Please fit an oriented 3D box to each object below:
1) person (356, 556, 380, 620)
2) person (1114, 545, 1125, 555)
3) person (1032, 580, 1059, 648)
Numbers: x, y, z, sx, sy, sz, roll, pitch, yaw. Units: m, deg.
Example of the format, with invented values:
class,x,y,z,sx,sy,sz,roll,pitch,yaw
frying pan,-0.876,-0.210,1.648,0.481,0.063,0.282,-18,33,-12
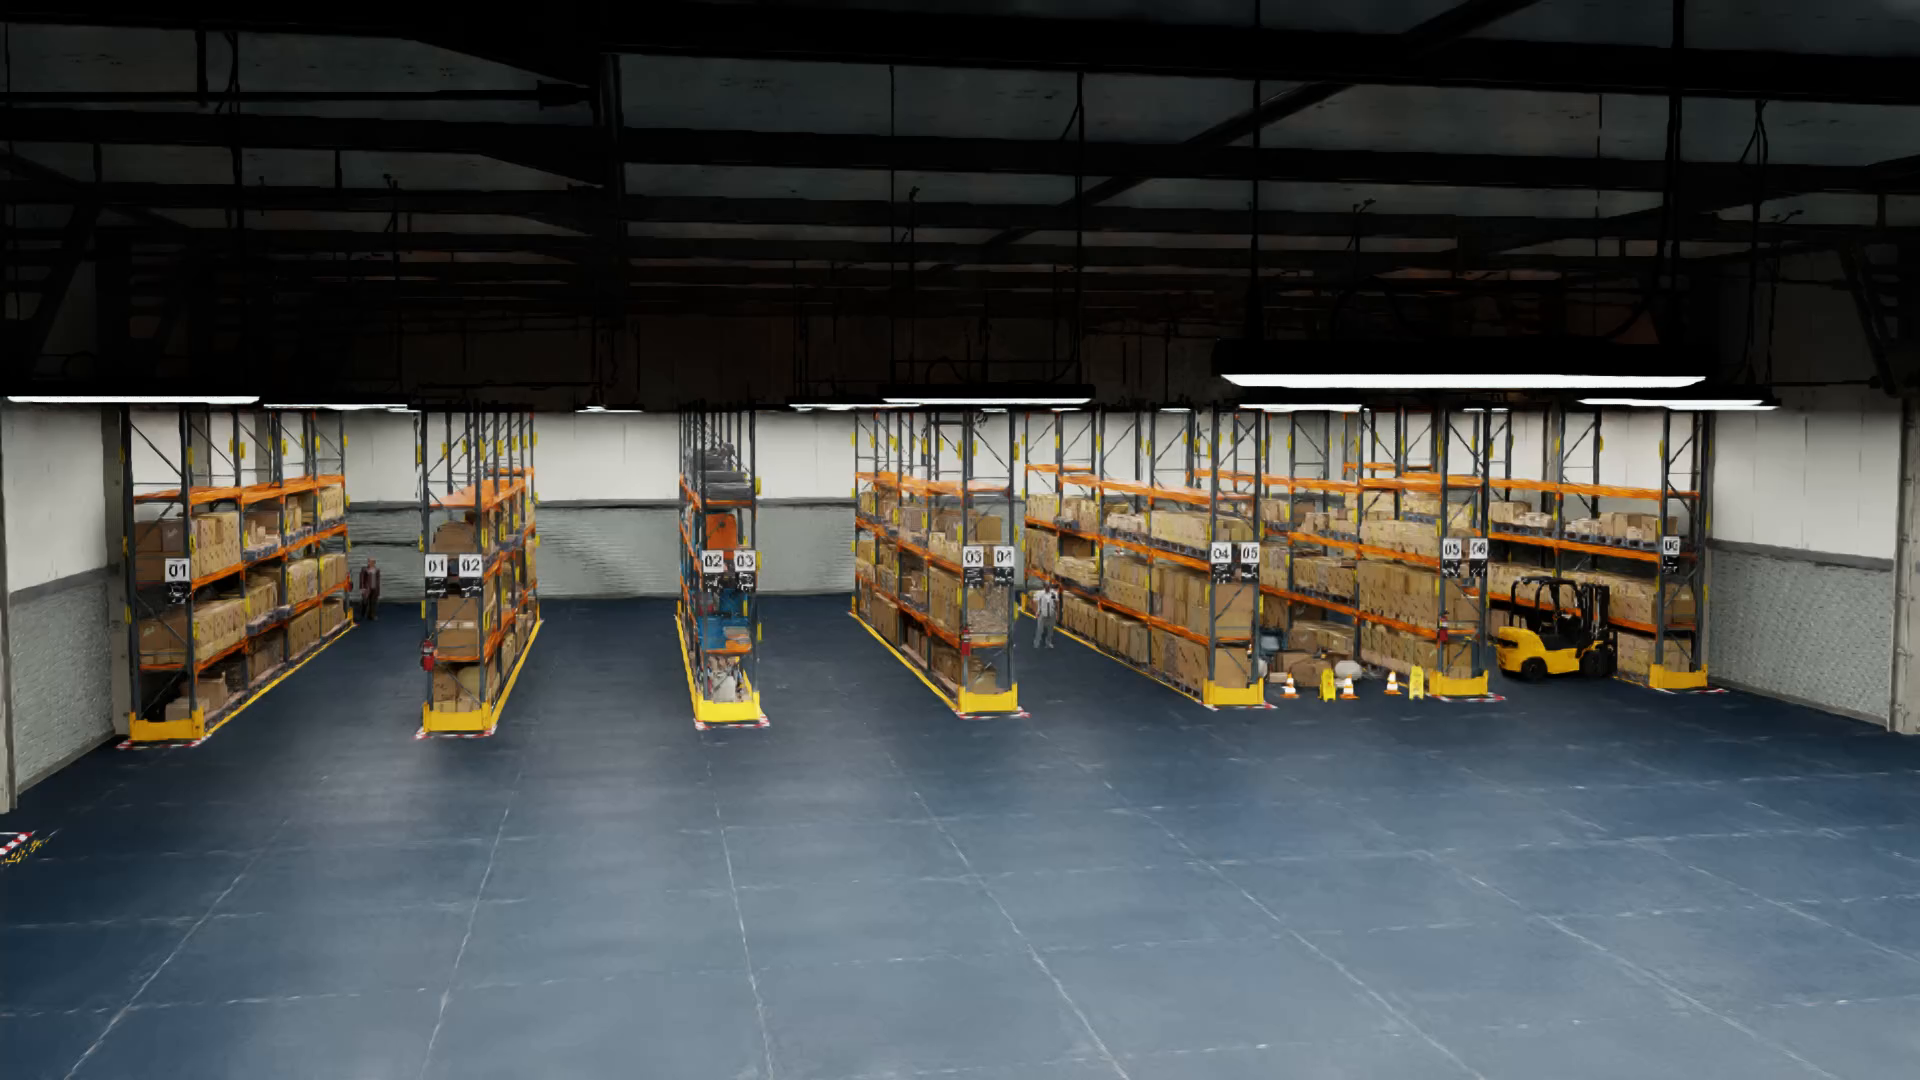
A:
class,x,y,z,sx,sy,sz,roll,pitch,yaw
person,-16.446,1.342,46.188,0.496,1.777,0.695,3,5,38
person,5.081,0.963,52.284,0.534,1.648,0.572,2,5,26
person,2.101,1.799,40.731,0.682,1.715,0.536,-1,4,-13
